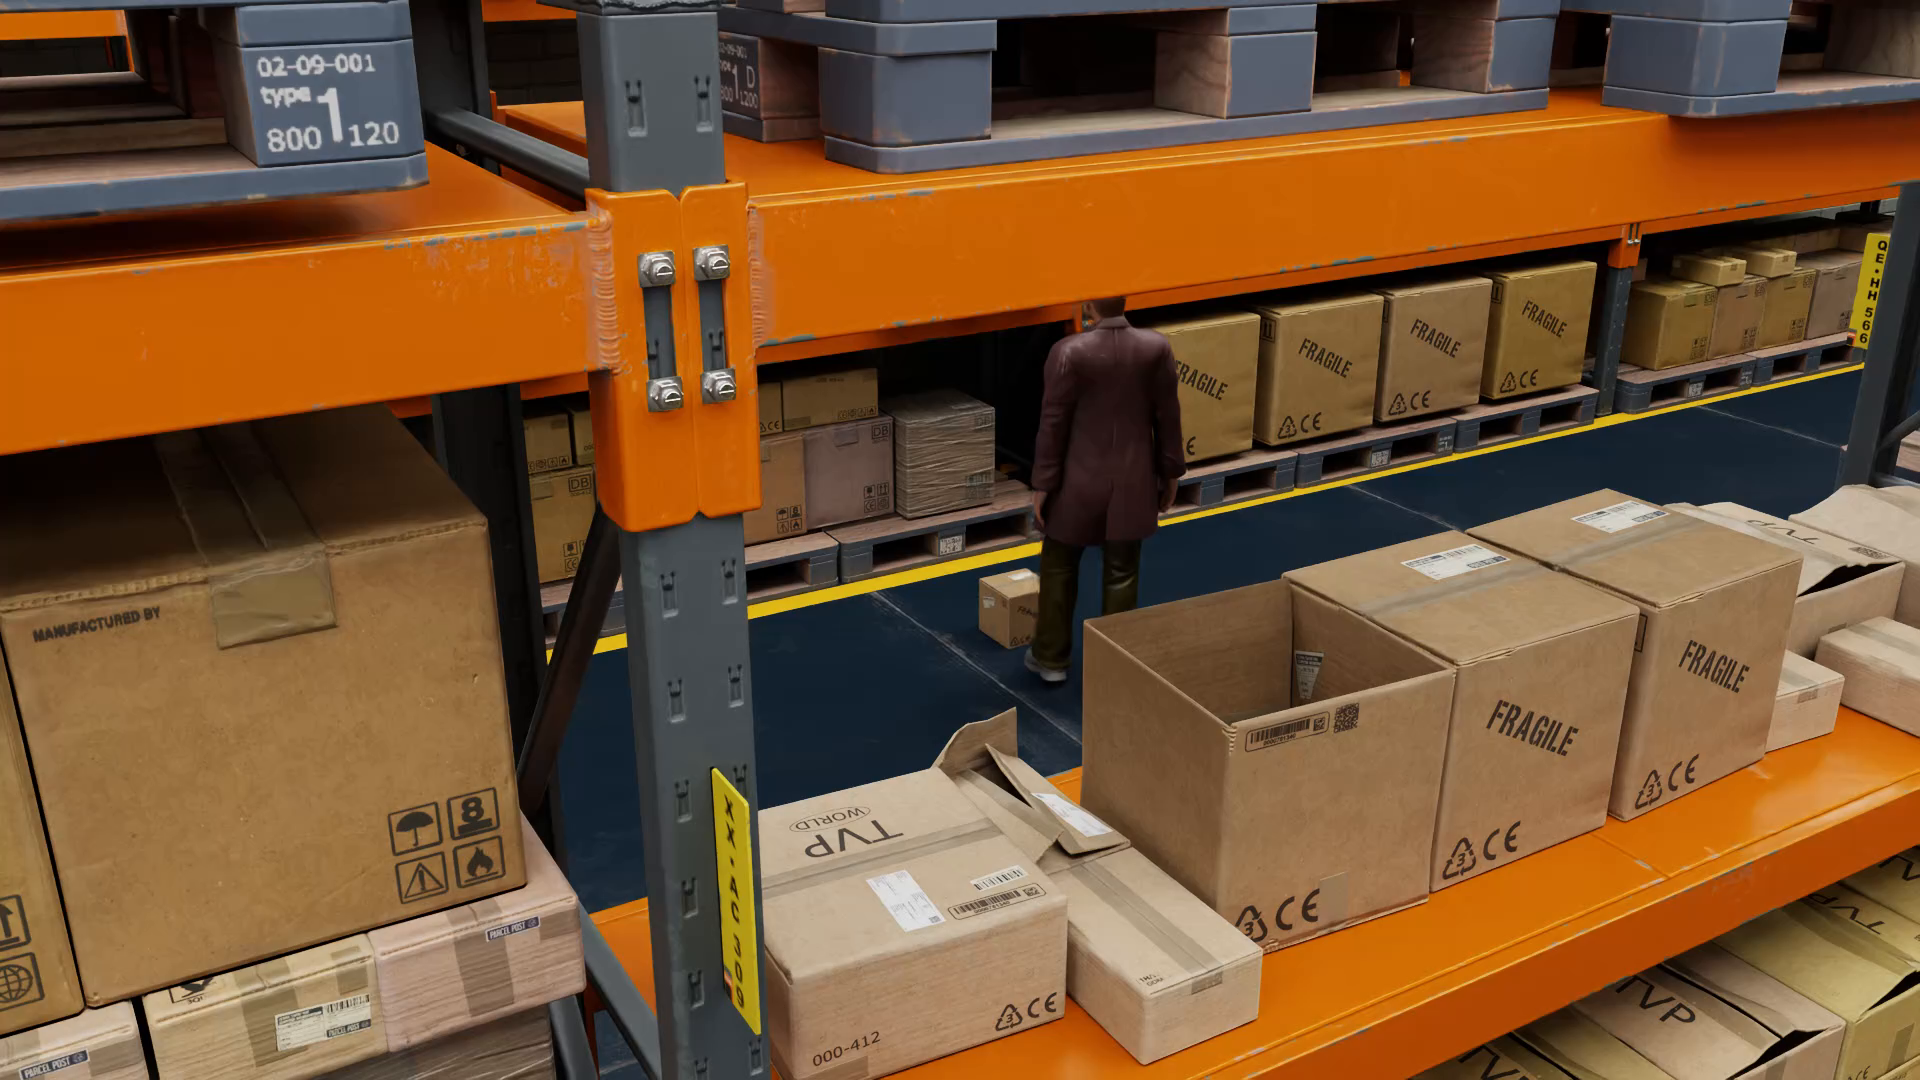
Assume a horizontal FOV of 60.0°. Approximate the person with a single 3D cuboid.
[{"bbox_3d":[0.579,-0.250,6.748,0.649,1.806,0.529,-4,22,-9],"label":"person"}]
